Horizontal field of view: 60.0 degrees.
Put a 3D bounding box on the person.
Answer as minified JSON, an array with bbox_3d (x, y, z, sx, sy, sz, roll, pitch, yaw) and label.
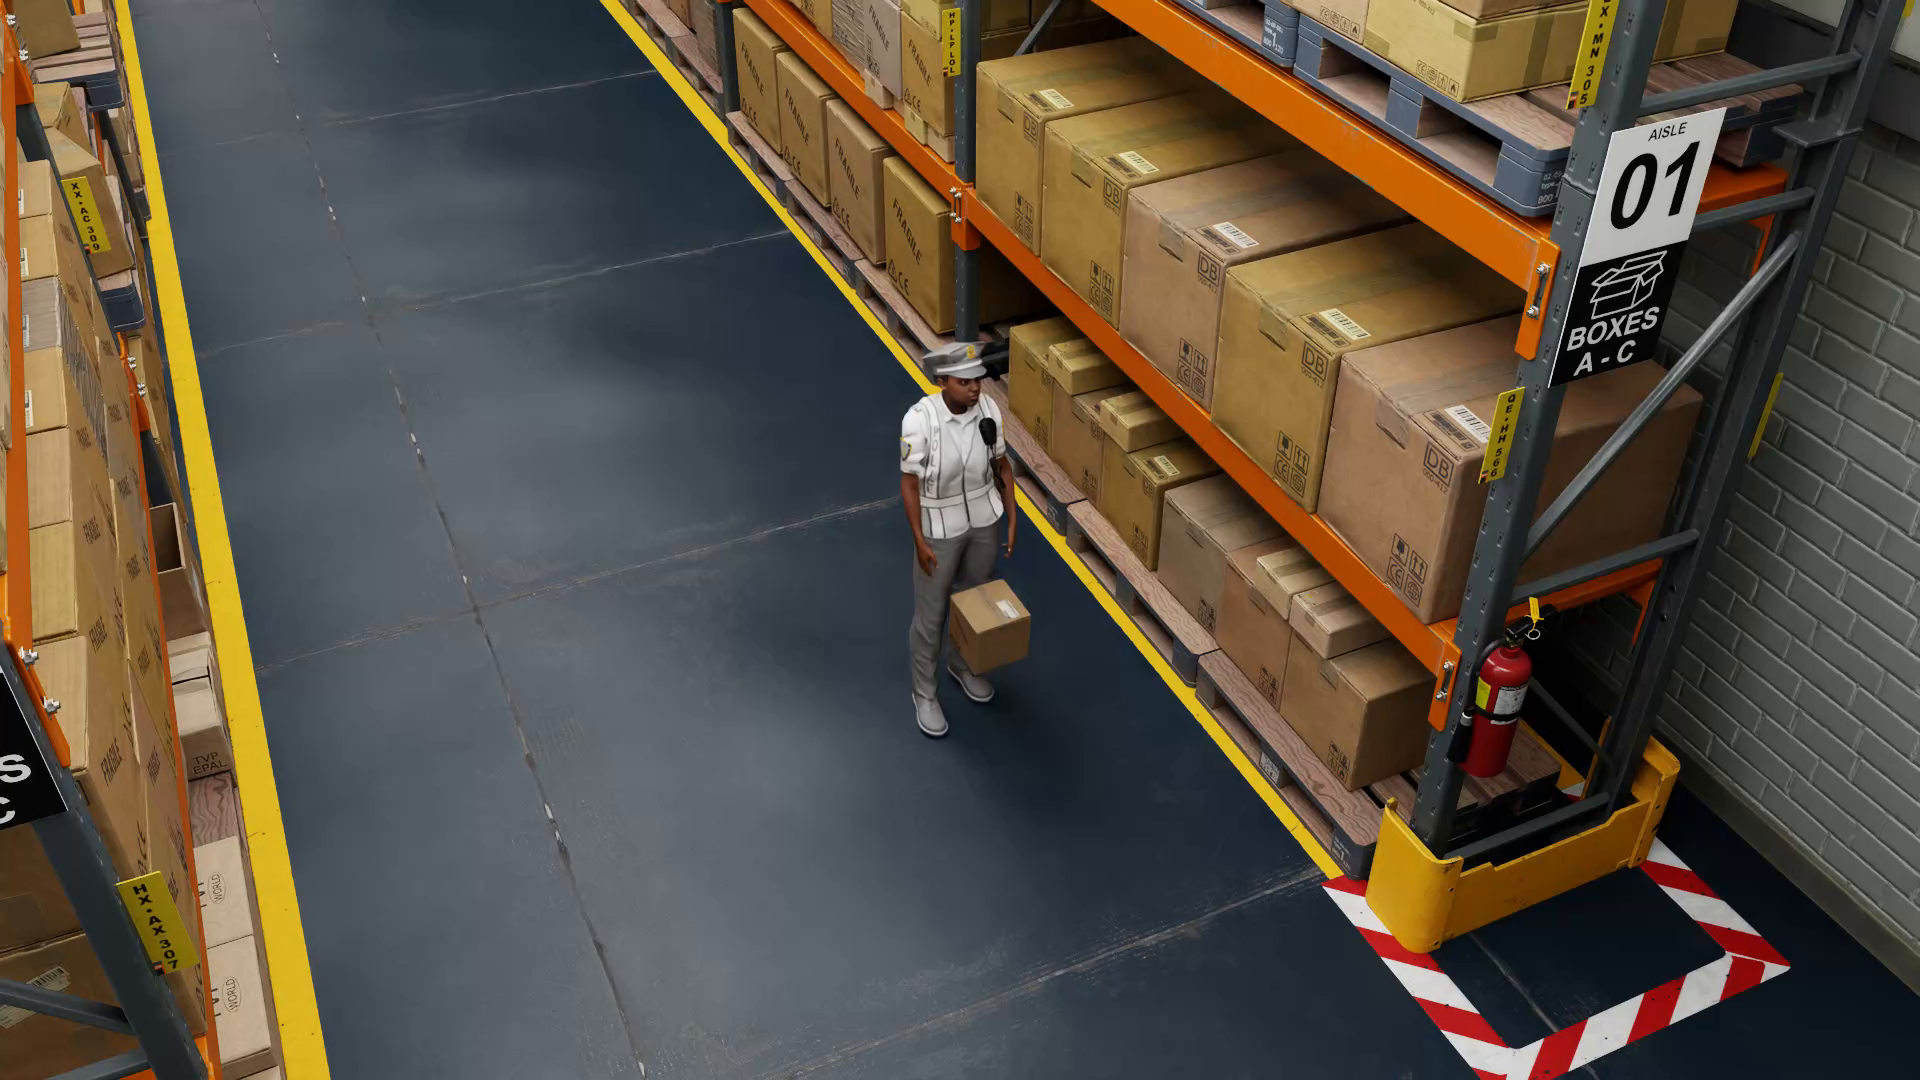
[{"bbox_3d":[0.003,-0.025,6.843,0.565,1.696,0.530,-16,40,-20],"label":"person"}]
